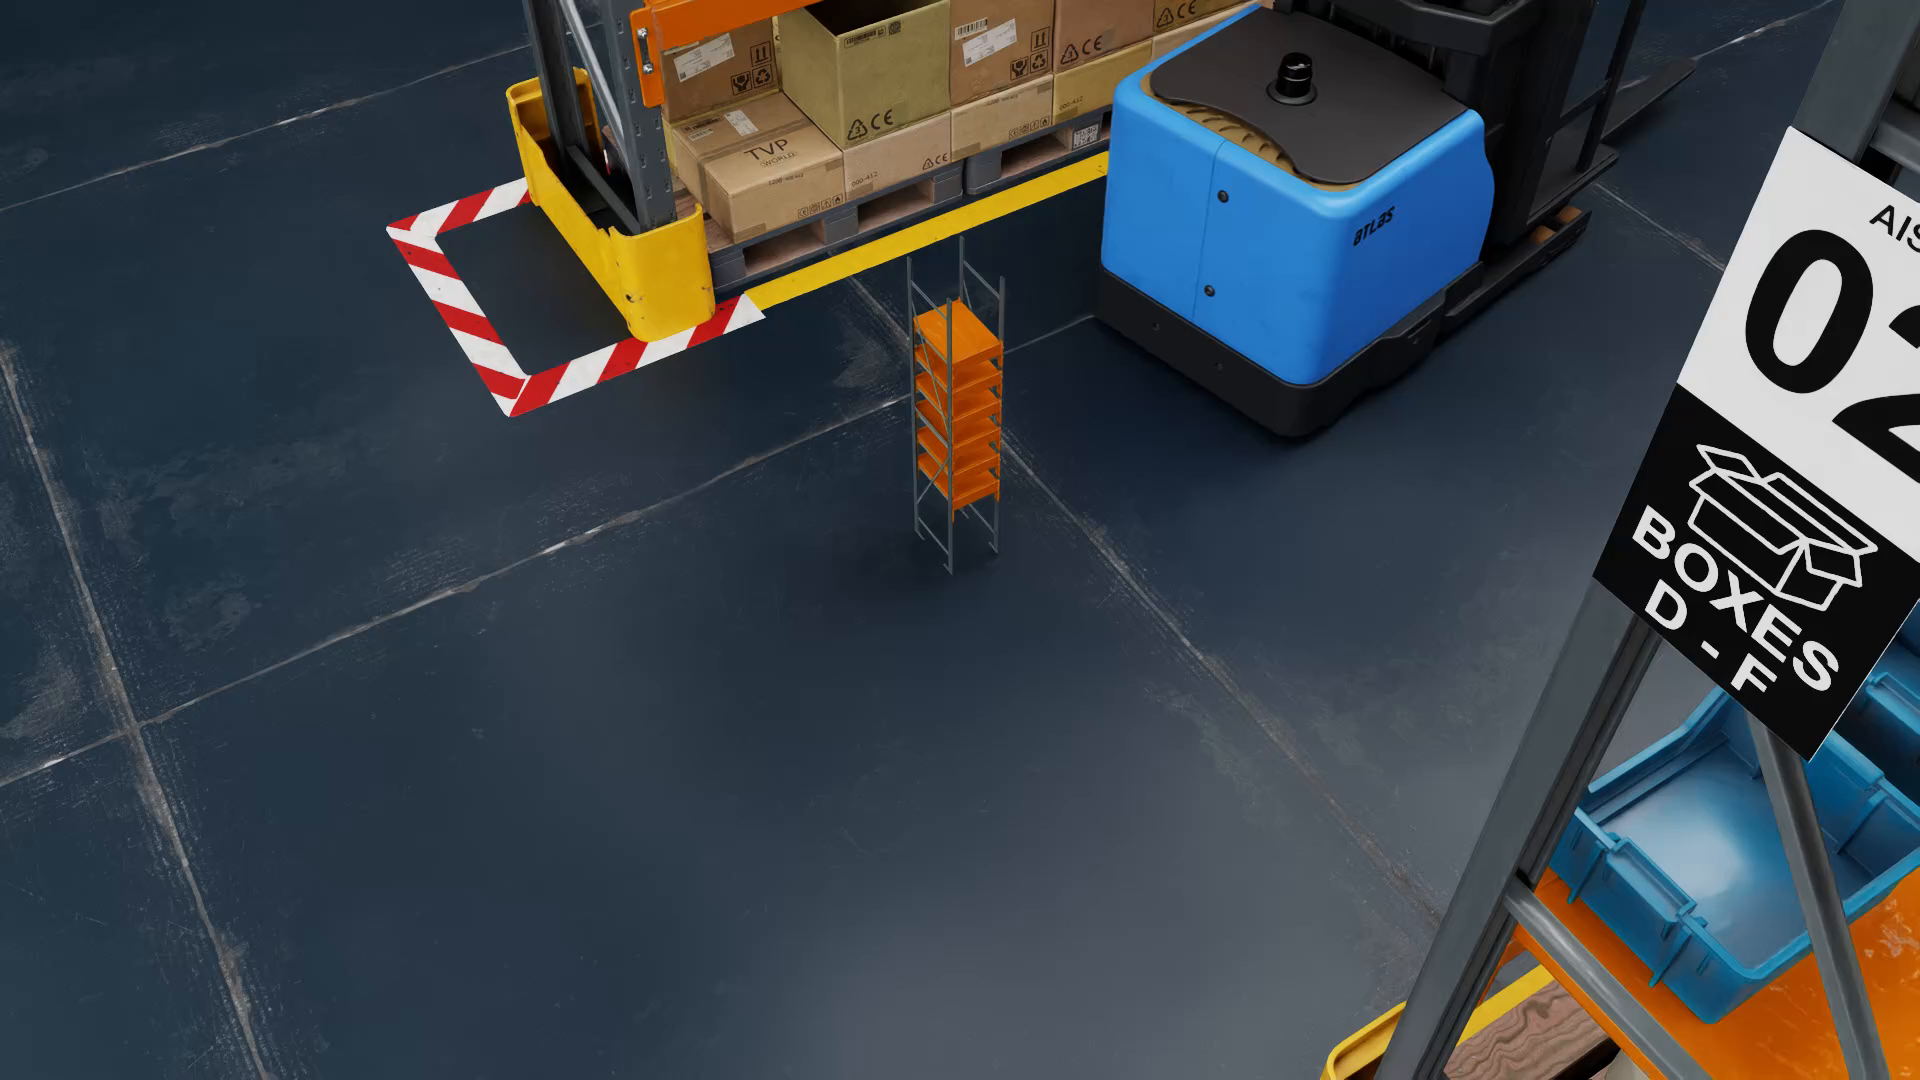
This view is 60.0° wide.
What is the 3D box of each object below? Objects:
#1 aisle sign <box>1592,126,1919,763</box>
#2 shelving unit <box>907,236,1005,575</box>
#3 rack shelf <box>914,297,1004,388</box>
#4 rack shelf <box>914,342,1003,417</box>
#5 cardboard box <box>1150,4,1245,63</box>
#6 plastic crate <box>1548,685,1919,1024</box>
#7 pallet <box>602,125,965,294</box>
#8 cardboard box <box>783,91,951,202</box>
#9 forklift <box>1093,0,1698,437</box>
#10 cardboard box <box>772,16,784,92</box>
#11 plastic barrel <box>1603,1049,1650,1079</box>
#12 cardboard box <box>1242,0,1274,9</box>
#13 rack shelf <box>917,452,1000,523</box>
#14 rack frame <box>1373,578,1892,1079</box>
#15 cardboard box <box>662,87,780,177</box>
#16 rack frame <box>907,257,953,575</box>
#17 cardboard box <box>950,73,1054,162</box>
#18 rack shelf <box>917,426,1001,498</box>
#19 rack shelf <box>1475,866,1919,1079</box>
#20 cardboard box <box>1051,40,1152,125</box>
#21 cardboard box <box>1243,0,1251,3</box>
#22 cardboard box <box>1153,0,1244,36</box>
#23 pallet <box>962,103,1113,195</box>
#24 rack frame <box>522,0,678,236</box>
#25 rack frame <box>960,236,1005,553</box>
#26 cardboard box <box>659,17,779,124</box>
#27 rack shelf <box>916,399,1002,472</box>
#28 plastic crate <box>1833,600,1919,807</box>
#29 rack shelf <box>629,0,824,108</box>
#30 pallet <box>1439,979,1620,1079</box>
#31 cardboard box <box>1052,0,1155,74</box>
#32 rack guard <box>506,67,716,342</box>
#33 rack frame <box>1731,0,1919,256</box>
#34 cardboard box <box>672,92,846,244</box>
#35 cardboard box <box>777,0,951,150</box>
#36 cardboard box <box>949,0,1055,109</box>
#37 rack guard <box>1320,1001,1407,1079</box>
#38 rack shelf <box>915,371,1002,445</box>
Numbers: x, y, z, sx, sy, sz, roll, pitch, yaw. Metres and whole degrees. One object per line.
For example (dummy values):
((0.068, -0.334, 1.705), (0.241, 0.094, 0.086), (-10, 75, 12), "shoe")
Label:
((1.049, -0.084, 2.076), (0.004, 0.787, 0.394), (-25, 53, -21), "aisle sign")
((-0.012, -0.393, 5.297), (0.189, 1.200, 0.258), (-25, 53, -21), "shelving unit")
((-0.012, -0.603, 5.061), (0.180, 0.103, 0.258), (-25, 53, -21), "rack shelf")
((-0.012, -0.523, 5.151), (0.180, 0.103, 0.258), (-25, 53, -21), "rack shelf")
((0.892, -2.286, 7.337), (0.500, 0.250, 0.500), (-25, 53, -21), "cardboard box")
((1.532, 0.600, 3.306), (0.616, 0.251, 0.499), (-25, 53, -21), "plastic crate")
((-0.747, -1.595, 7.029), (1.213, 0.211, 1.003), (-25, 53, -21), "pallet")
((-0.379, -1.691, 6.807), (0.500, 0.250, 0.500), (-25, 53, -21), "cardboard box")
((1.927, -2.330, 5.862), (3.031, 2.935, 1.130), (-36, 57, -27), "forklift")
((-0.659, -2.023, 7.103), (0.500, 0.250, 0.500), (-25, 53, -21), "cardboard box")
((1.784, 1.316, 3.954), (0.421, 0.512, 0.421), (0, 48, 0), "plastic barrel")
((1.307, -2.494, 7.522), (0.500, 0.250, 0.500), (-25, 53, -21), "cardboard box")
((-0.012, -0.204, 5.509), (0.180, 0.103, 0.258), (-25, 53, -21), "rack shelf")
((1.268, 0.939, 2.905), (0.127, 3.000, 1.000), (-25, 53, -21), "rack frame")
((-1.076, -1.816, 6.919), (0.500, 0.250, 0.500), (-25, 53, -21), "cardboard box")
((-0.090, -0.357, 5.264), (0.006, 1.200, 0.240), (-25, 53, -21), "rack frame")
((0.044, -1.890, 6.984), (0.500, 0.250, 0.500), (-25, 53, -21), "cardboard box")
((-0.012, -0.284, 5.420), (0.180, 0.103, 0.258), (-25, 53, -21), "rack shelf")
((2.960, 0.382, 3.883), (4.000, 0.370, 1.077), (-25, 53, -21), "rack shelf")
((0.470, -2.086, 7.159), (0.500, 0.250, 0.500), (-25, 53, -21), "cardboard box")
((1.307, -2.745, 7.243), (0.500, 0.500, 0.500), (-25, 53, -21), "cardboard box")
((0.886, -2.543, 7.064), (0.500, 0.500, 0.500), (-25, 53, -21), "cardboard box")
((0.283, -2.078, 7.459), (1.213, 0.211, 1.003), (-25, 53, -21), "pallet")
((-1.372, -2.191, 5.692), (0.127, 3.000, 1.000), (-25, 53, -21), "rack frame")
((0.065, -0.430, 5.329), (0.006, 1.200, 0.240), (-25, 53, -21), "rack frame")
((-1.077, -2.067, 6.640), (0.500, 0.500, 0.500), (-25, 53, -21), "cardboard box")
((-0.012, -0.364, 5.330), (0.180, 0.103, 0.258), (-25, 53, -21), "rack shelf")
((2.084, 0.345, 3.534), (0.408, 0.251, 0.499), (-25, 53, -21), "plastic crate")
((0.320, -2.748, 6.671), (4.000, 0.370, 1.077), (-25, 53, -21), "rack shelf")
((1.997, 1.486, 4.285), (1.213, 0.211, 1.003), (-25, 53, -21), "pallet")
((0.471, -2.335, 6.878), (0.500, 0.500, 0.500), (-25, 53, -21), "cardboard box")
((-1.392, -1.350, 6.617), (0.348, 0.500, 1.175), (-25, 53, -21), "rack guard")
((1.268, -1.056, 0.665), (0.127, 3.000, 1.000), (-25, 53, -21), "rack frame")
((-0.800, -1.489, 6.628), (0.500, 0.250, 0.500), (-25, 53, -21), "cardboard box")
((-0.378, -1.939, 6.526), (0.500, 0.500, 0.500), (-25, 53, -21), "cardboard box")
((0.038, -2.146, 6.711), (0.500, 0.500, 0.500), (-25, 53, -21), "cardboard box")
((1.307, 1.711, 3.892), (0.348, 0.500, 1.175), (-25, 53, -21), "rack guard")
((-0.012, -0.444, 5.240), (0.180, 0.103, 0.258), (-25, 53, -21), "rack shelf")
